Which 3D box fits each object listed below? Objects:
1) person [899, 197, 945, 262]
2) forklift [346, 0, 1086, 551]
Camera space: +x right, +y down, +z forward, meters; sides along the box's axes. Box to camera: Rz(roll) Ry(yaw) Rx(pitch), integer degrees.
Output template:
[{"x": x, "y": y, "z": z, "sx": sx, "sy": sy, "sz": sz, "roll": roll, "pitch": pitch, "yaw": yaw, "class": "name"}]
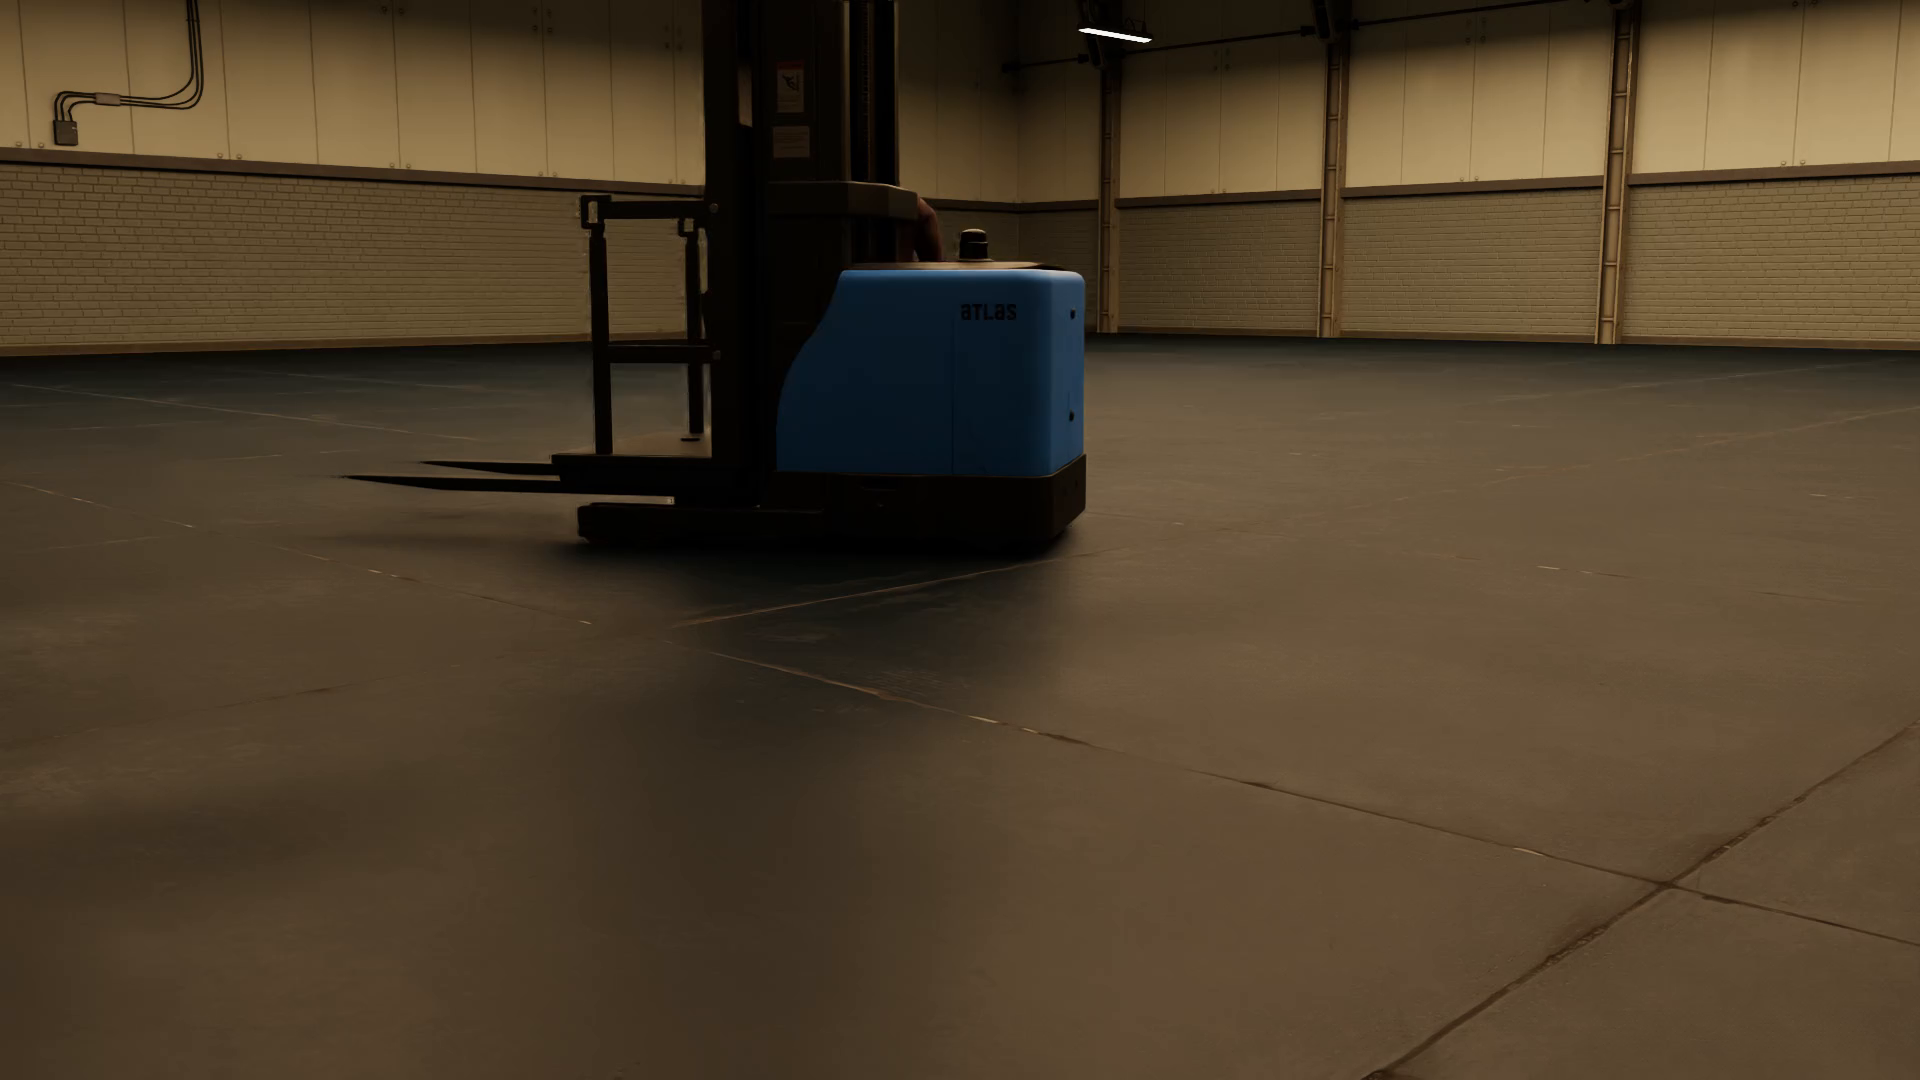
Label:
[{"x": -0.382, "y": -0.928, "z": 7.807, "sx": 0.733, "sy": 1.545, "sz": 0.936, "roll": -3, "pitch": 9, "yaw": -22, "class": "person"}, {"x": -1.035, "y": -1.496, "z": 6.807, "sx": 3.031, "sy": 2.935, "sz": 1.130, "roll": 2, "pitch": 9, "yaw": 12, "class": "forklift"}]
